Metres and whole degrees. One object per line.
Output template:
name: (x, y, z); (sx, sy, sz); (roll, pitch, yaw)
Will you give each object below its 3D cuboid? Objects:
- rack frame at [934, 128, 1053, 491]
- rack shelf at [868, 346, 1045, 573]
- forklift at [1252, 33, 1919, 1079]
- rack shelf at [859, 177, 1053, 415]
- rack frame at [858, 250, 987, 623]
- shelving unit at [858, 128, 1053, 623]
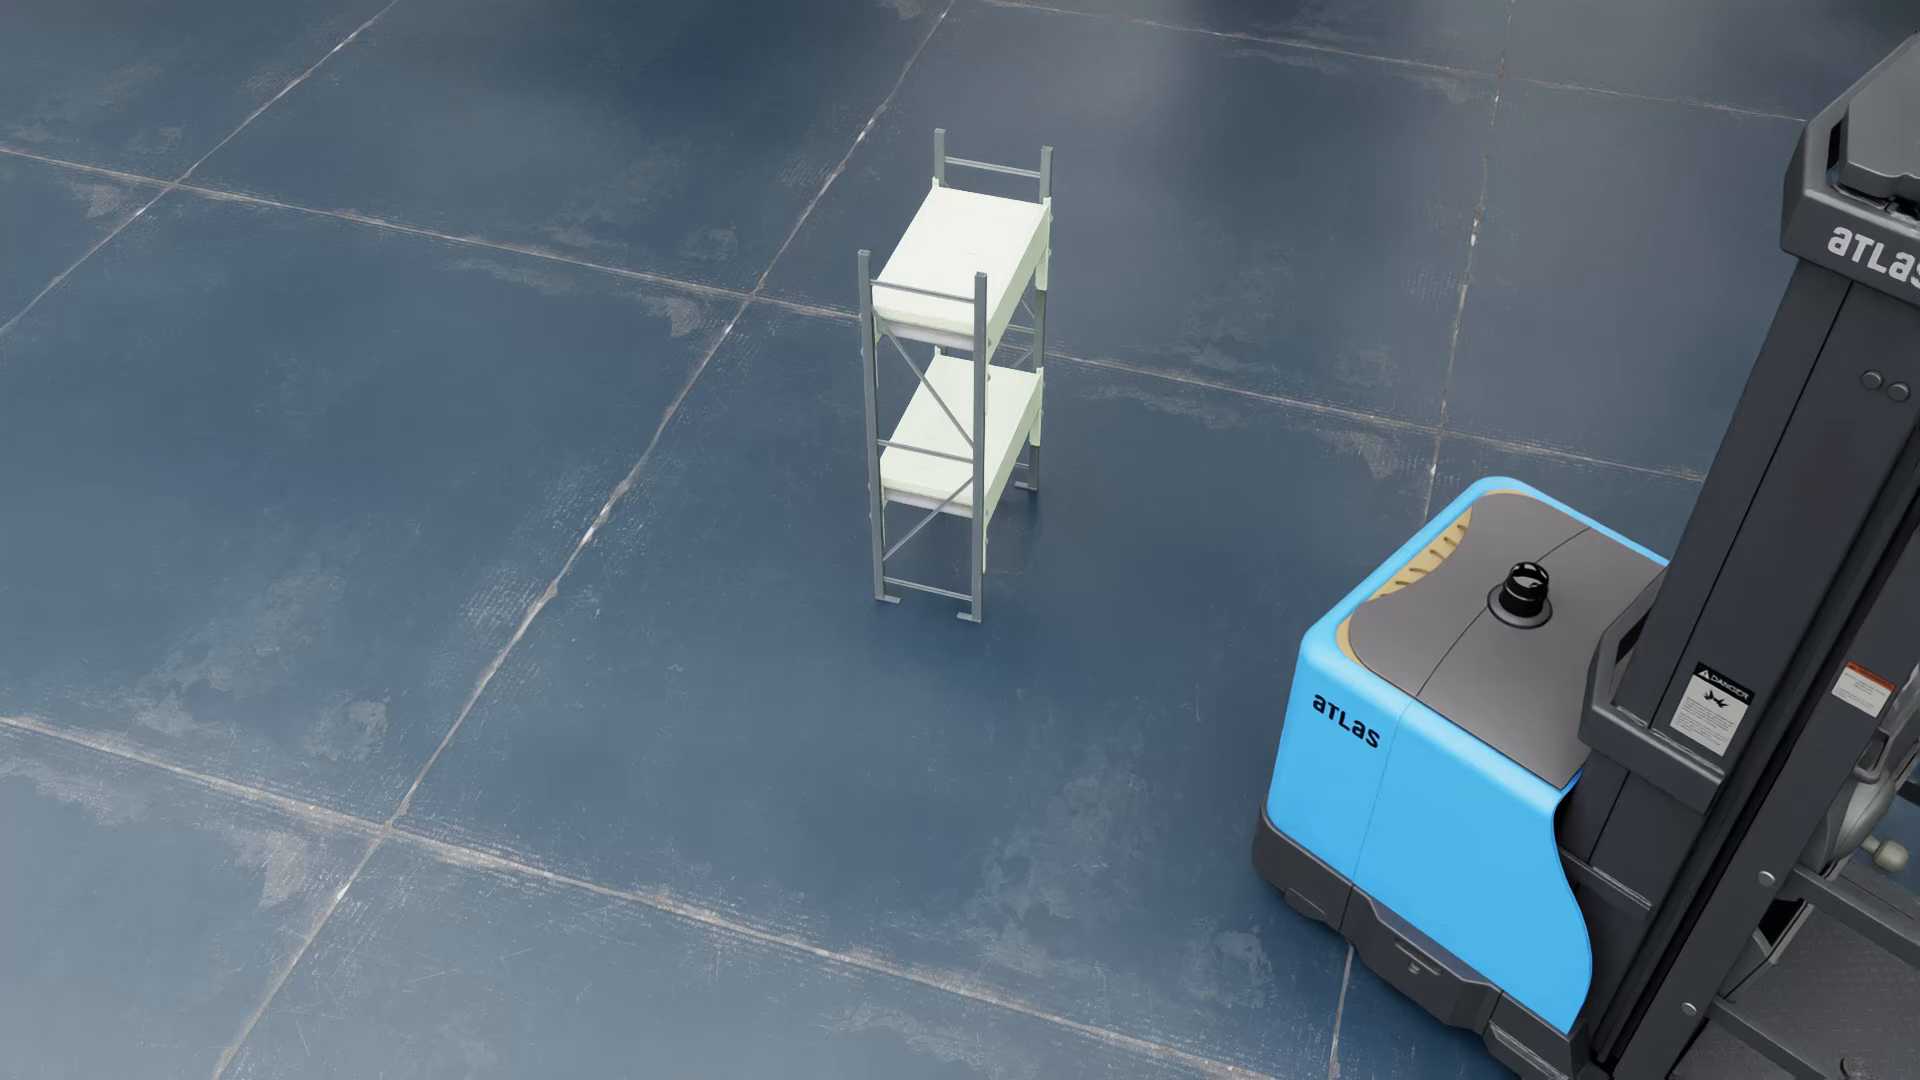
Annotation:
rack frame: (0.109, -0.776, 5.970); (0.400, 1.500, 0.023); (13, 46, 12)
rack shelf: (-0.002, -0.299, 5.949); (0.431, 0.370, 0.720); (13, 46, 12)
forklift: (2.306, 0.467, 3.677); (3.031, 2.935, 1.130); (34, 54, 30)
rack shelf: (-0.002, -0.811, 5.448); (0.431, 0.370, 0.720); (13, 46, 12)
rack frame: (-0.113, -0.288, 5.472); (0.400, 1.500, 0.023); (13, 46, 12)
shelving unit: (-0.002, -0.532, 5.721); (0.431, 1.500, 0.755); (13, 46, 12)
